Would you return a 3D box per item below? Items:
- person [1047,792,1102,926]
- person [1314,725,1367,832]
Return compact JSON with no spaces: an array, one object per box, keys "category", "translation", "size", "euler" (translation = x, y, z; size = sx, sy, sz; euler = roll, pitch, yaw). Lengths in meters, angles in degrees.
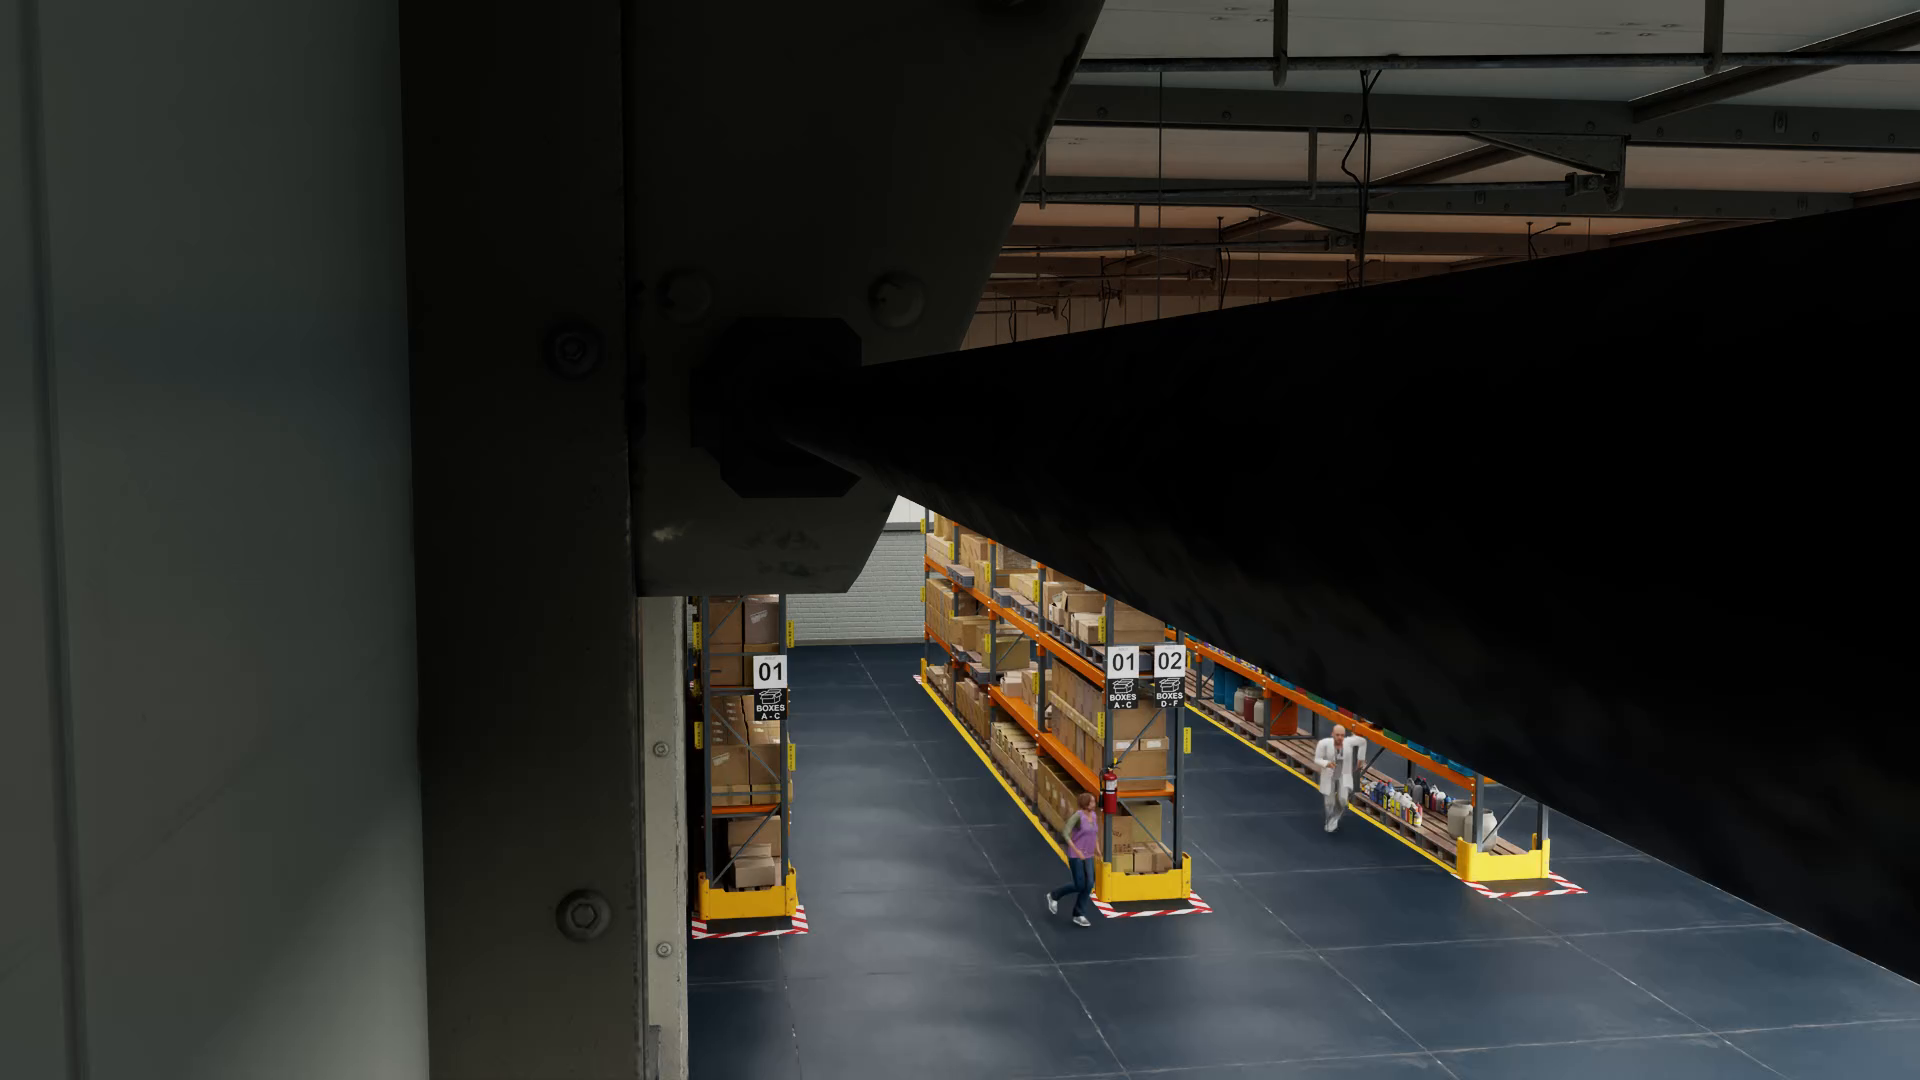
[{"category":"person","translation":[1.442,3.800,20.027],"size":[0.616,1.553,0.587],"euler":[5,7,43]},{"category":"person","translation":[5.426,3.415,23.764],"size":[0.748,1.651,0.982],"euler":[1,5,7]}]
